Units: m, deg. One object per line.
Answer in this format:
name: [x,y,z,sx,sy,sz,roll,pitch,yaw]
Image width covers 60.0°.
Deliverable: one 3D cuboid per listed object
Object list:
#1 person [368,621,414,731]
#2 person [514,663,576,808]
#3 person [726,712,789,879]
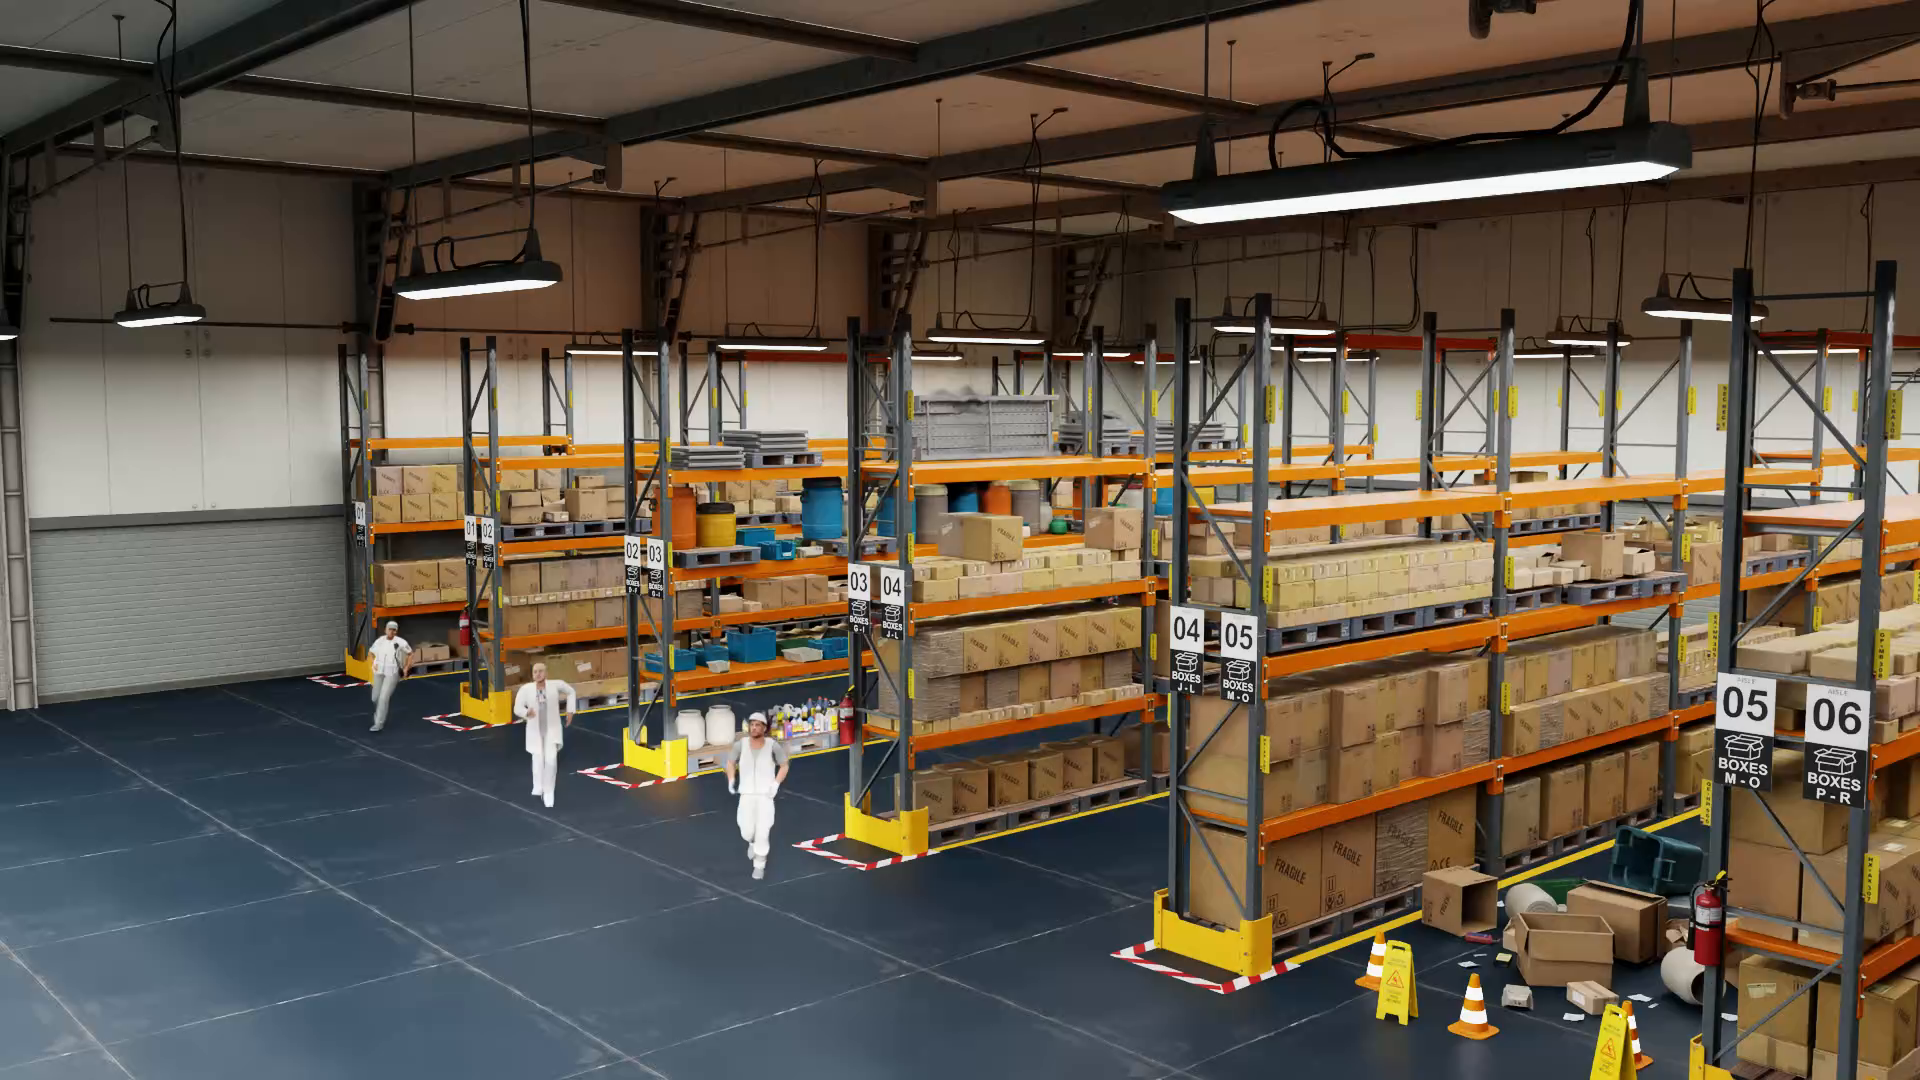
person: [-8.766,2.056,25.520,0.685,1.626,0.867,0,5,-2]
person: [-5.192,2.419,20.826,0.730,1.803,0.959,-1,5,-7]
person: [-2.176,2.709,17.820,0.675,1.739,0.621,0,5,0]
